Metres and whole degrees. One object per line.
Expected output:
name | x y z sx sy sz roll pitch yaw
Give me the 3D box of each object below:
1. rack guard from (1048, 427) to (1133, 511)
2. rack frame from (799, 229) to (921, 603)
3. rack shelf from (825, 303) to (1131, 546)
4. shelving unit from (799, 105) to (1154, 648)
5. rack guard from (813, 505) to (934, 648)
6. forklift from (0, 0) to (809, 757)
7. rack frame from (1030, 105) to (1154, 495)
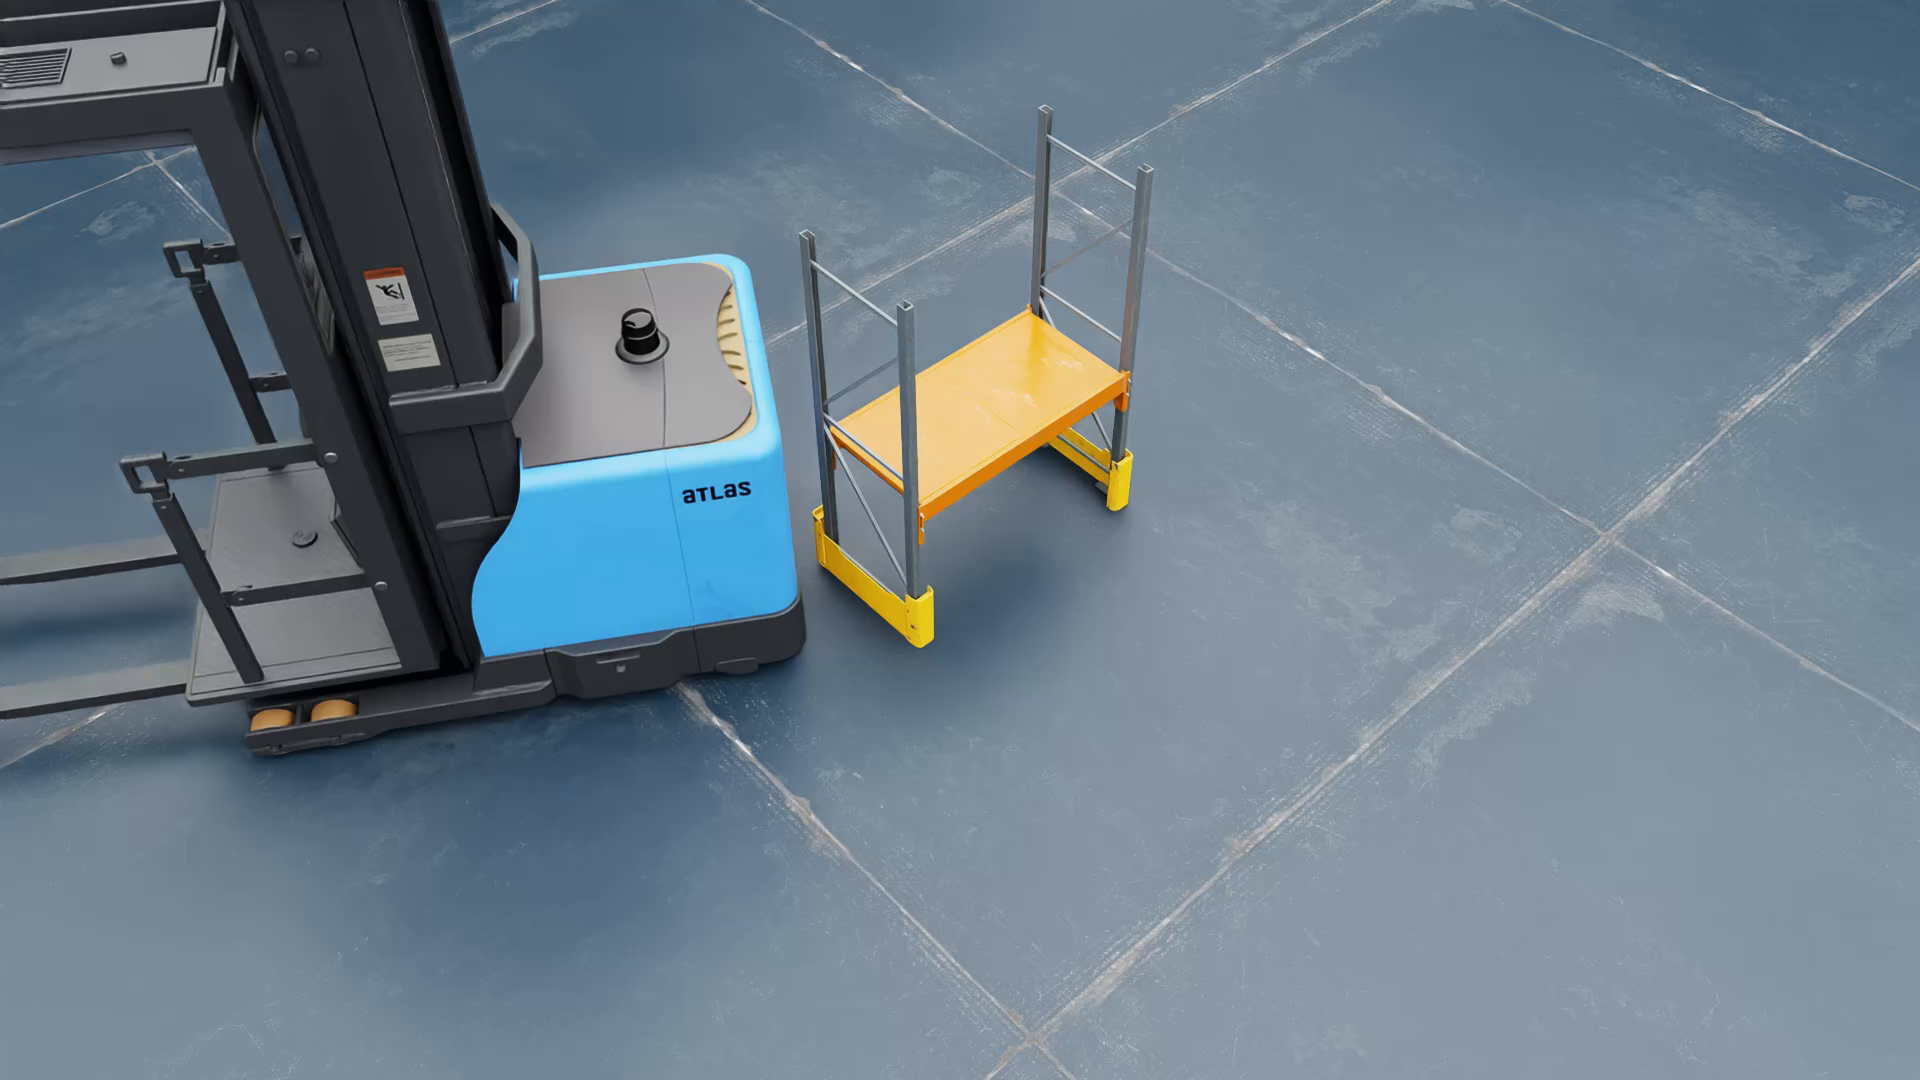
rack guard | 0.425 -0.369 6.420 0.087 0.250 0.587 -34 56 -27
rack frame | -0.313 -0.299 5.506 0.032 1.500 0.500 -34 56 -27
rack shelf | 0.063 -0.429 5.870 1.000 0.185 0.538 -34 56 -27
shelving unit | 0.056 -0.546 5.734 1.083 1.500 0.587 -34 56 -27
rack guard | -0.312 0.124 5.966 0.087 0.250 0.587 -34 56 -27
forklift | -2.101 -0.700 4.901 3.031 2.935 1.130 -8 48 -8
rack frame | 0.439 -0.802 5.970 0.032 1.500 0.500 -34 56 -27
